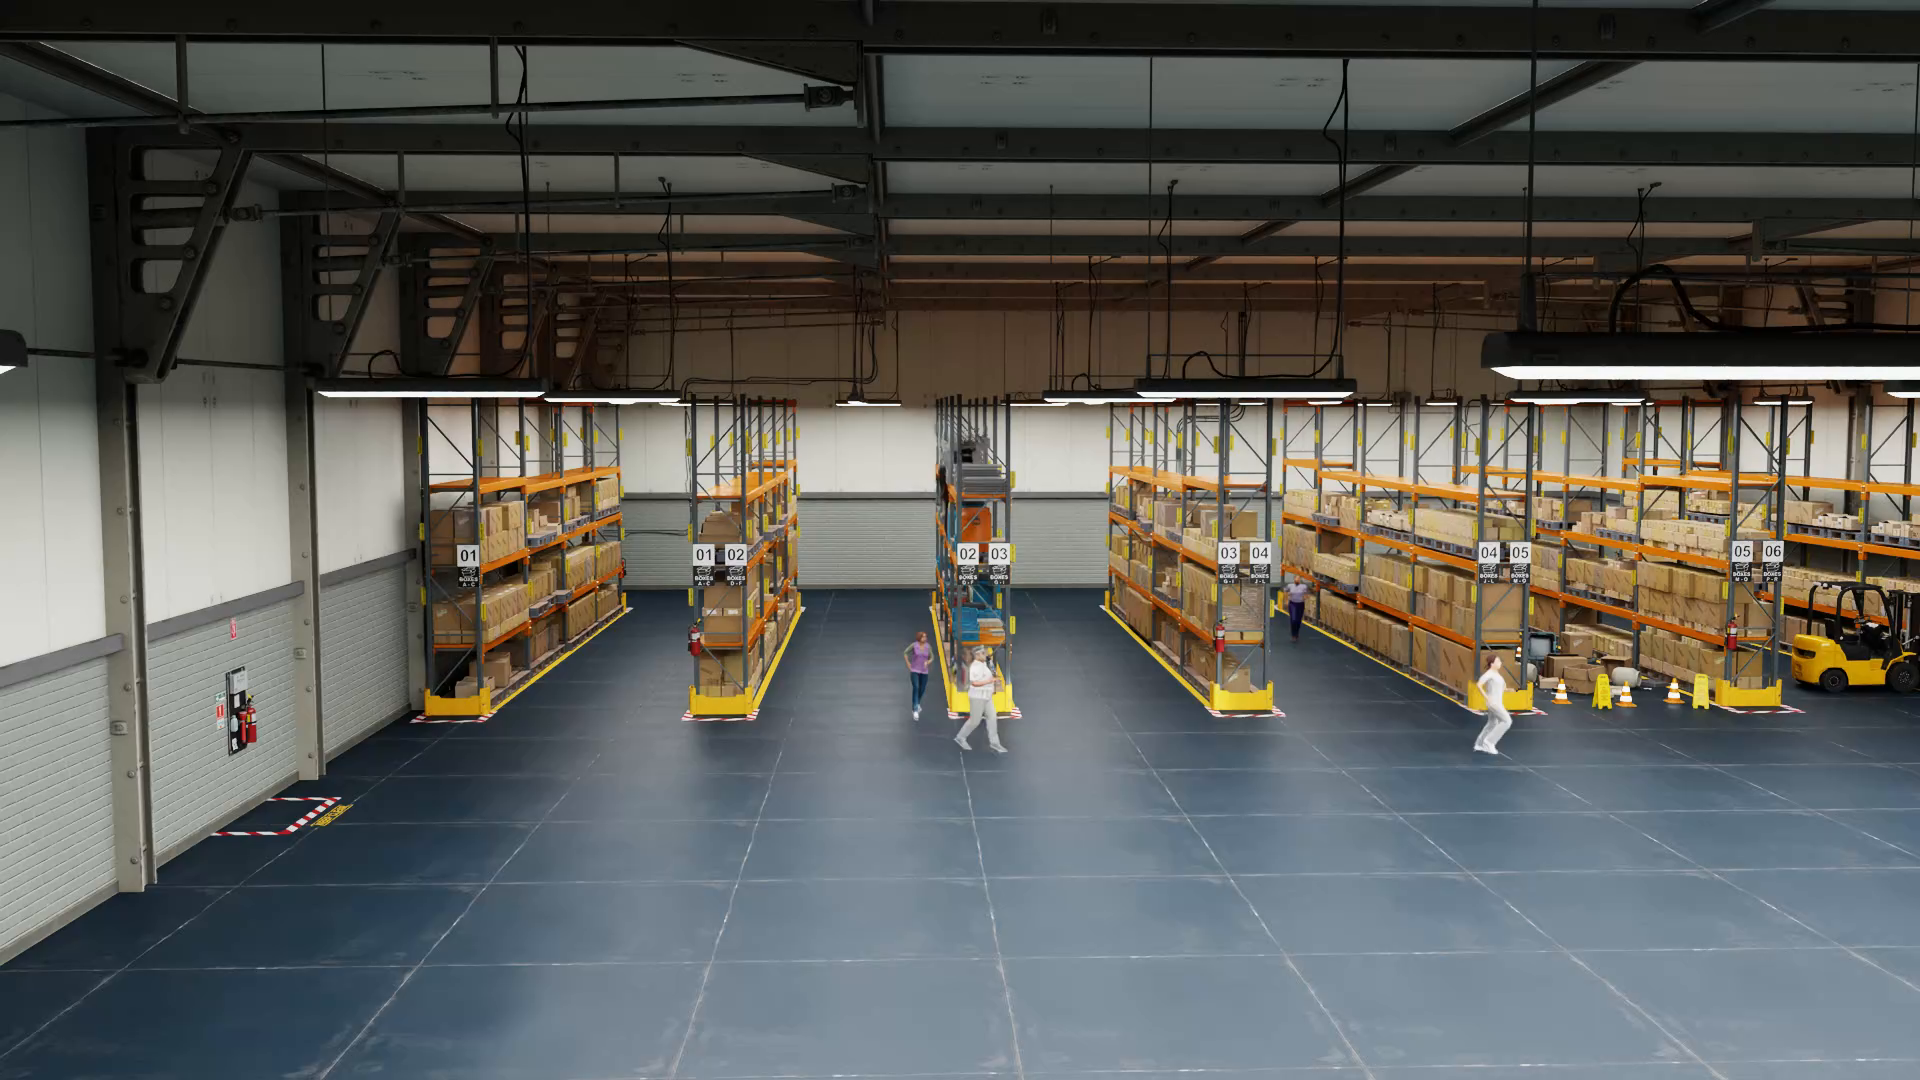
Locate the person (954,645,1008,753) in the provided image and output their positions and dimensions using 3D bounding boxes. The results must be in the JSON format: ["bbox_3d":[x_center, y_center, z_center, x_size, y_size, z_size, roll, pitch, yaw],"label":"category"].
[{"bbox_3d":[0.348,2.633,27.662,0.894,1.800,0.652,2,5,24],"label":"person"}]

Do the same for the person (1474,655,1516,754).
[{"bbox_3d":[8.865,2.719,27.540,0.653,1.634,0.538,3,5,29],"label":"person"}]

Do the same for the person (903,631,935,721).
[{"bbox_3d":[-0.737,2.488,30.966,0.538,1.612,0.830,-2,5,-20],"label":"person"}]

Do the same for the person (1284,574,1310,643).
[{"bbox_3d":[8.323,1.679,41.063,0.597,1.690,0.814,0,4,0],"label":"person"}]

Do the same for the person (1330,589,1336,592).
[{"bbox_3d":[11.210,1.037,49.155,0.753,1.721,0.577,0,4,2],"label":"person"}]
